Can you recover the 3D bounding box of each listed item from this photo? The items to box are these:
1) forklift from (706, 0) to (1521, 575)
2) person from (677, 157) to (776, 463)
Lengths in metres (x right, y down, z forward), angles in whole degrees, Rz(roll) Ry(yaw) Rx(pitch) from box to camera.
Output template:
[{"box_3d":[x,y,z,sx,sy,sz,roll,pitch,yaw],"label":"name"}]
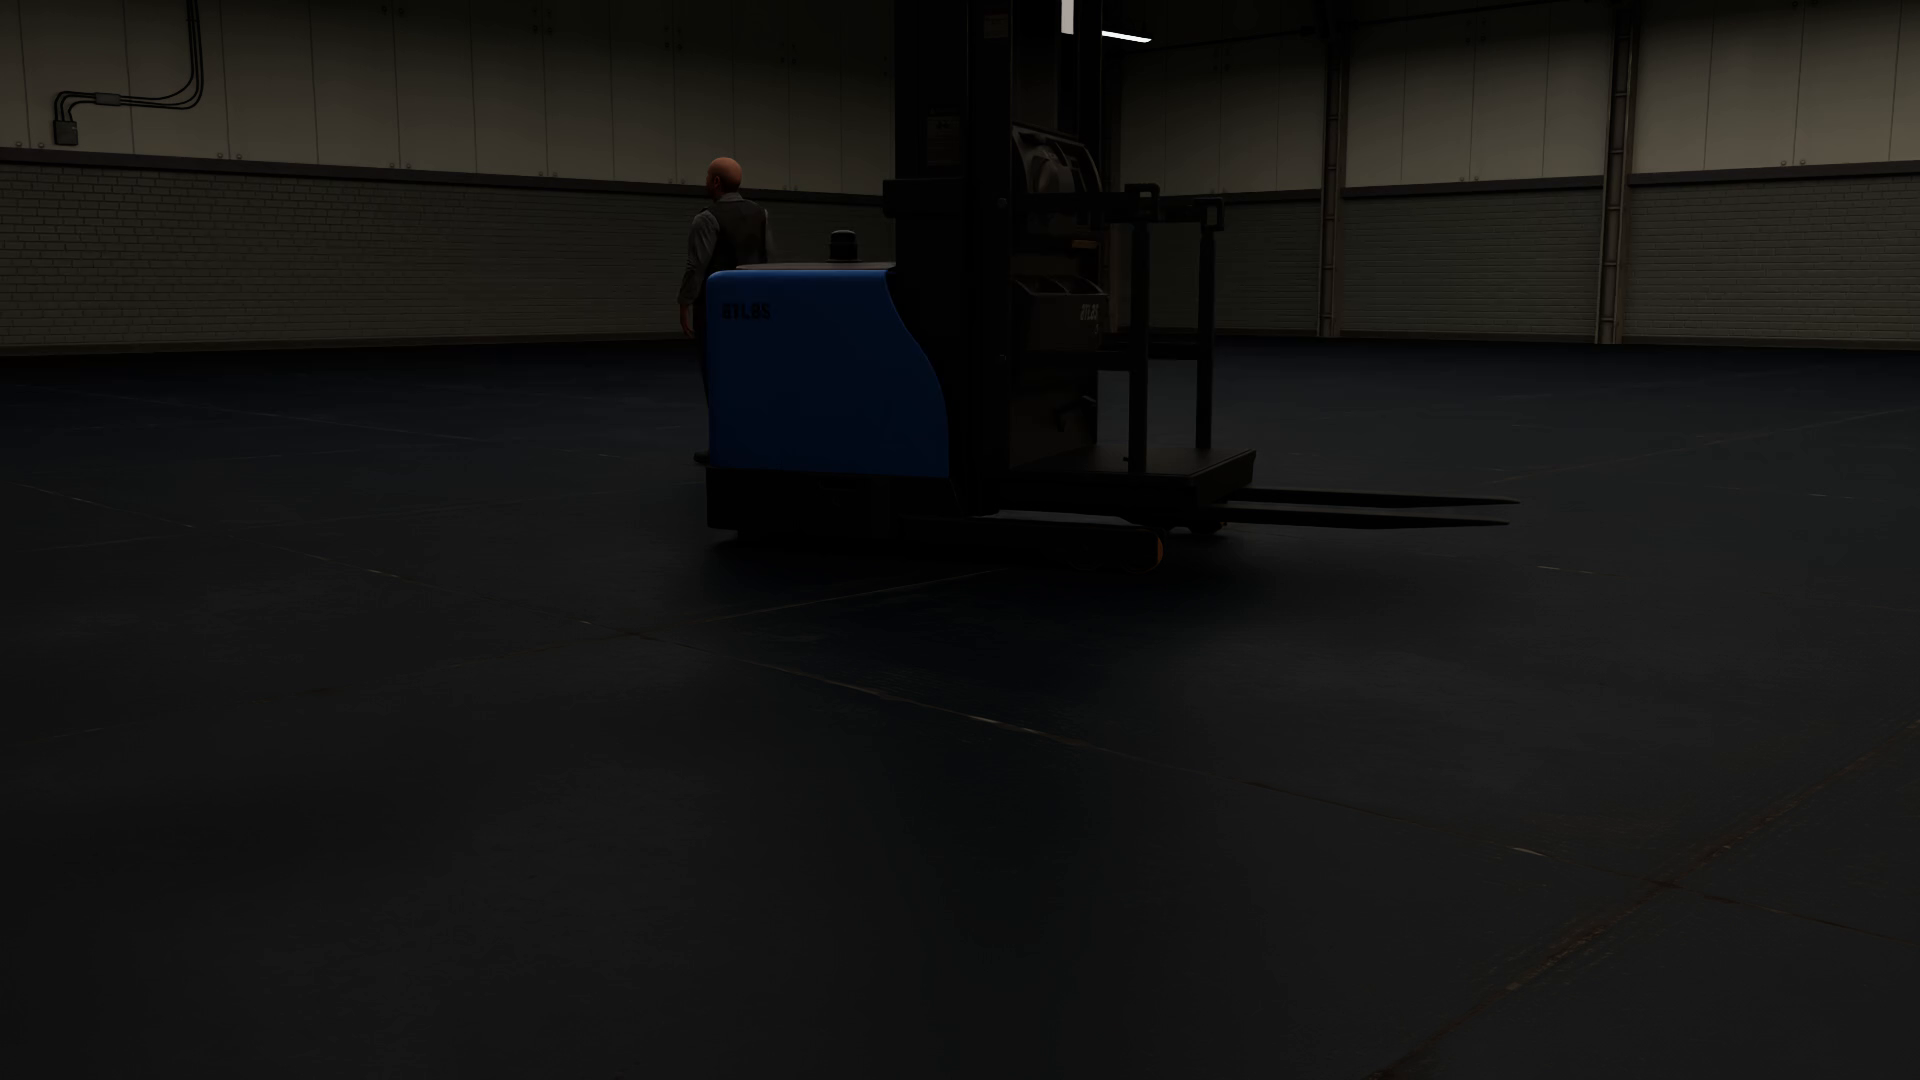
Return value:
[{"box_3d":[0.565,-1.416,6.275,3.031,2.935,1.130,3,9,22],"label":"forklift"},{"box_3d":[-1.376,-1.298,9.509,0.566,1.722,0.634,8,12,43],"label":"person"}]
